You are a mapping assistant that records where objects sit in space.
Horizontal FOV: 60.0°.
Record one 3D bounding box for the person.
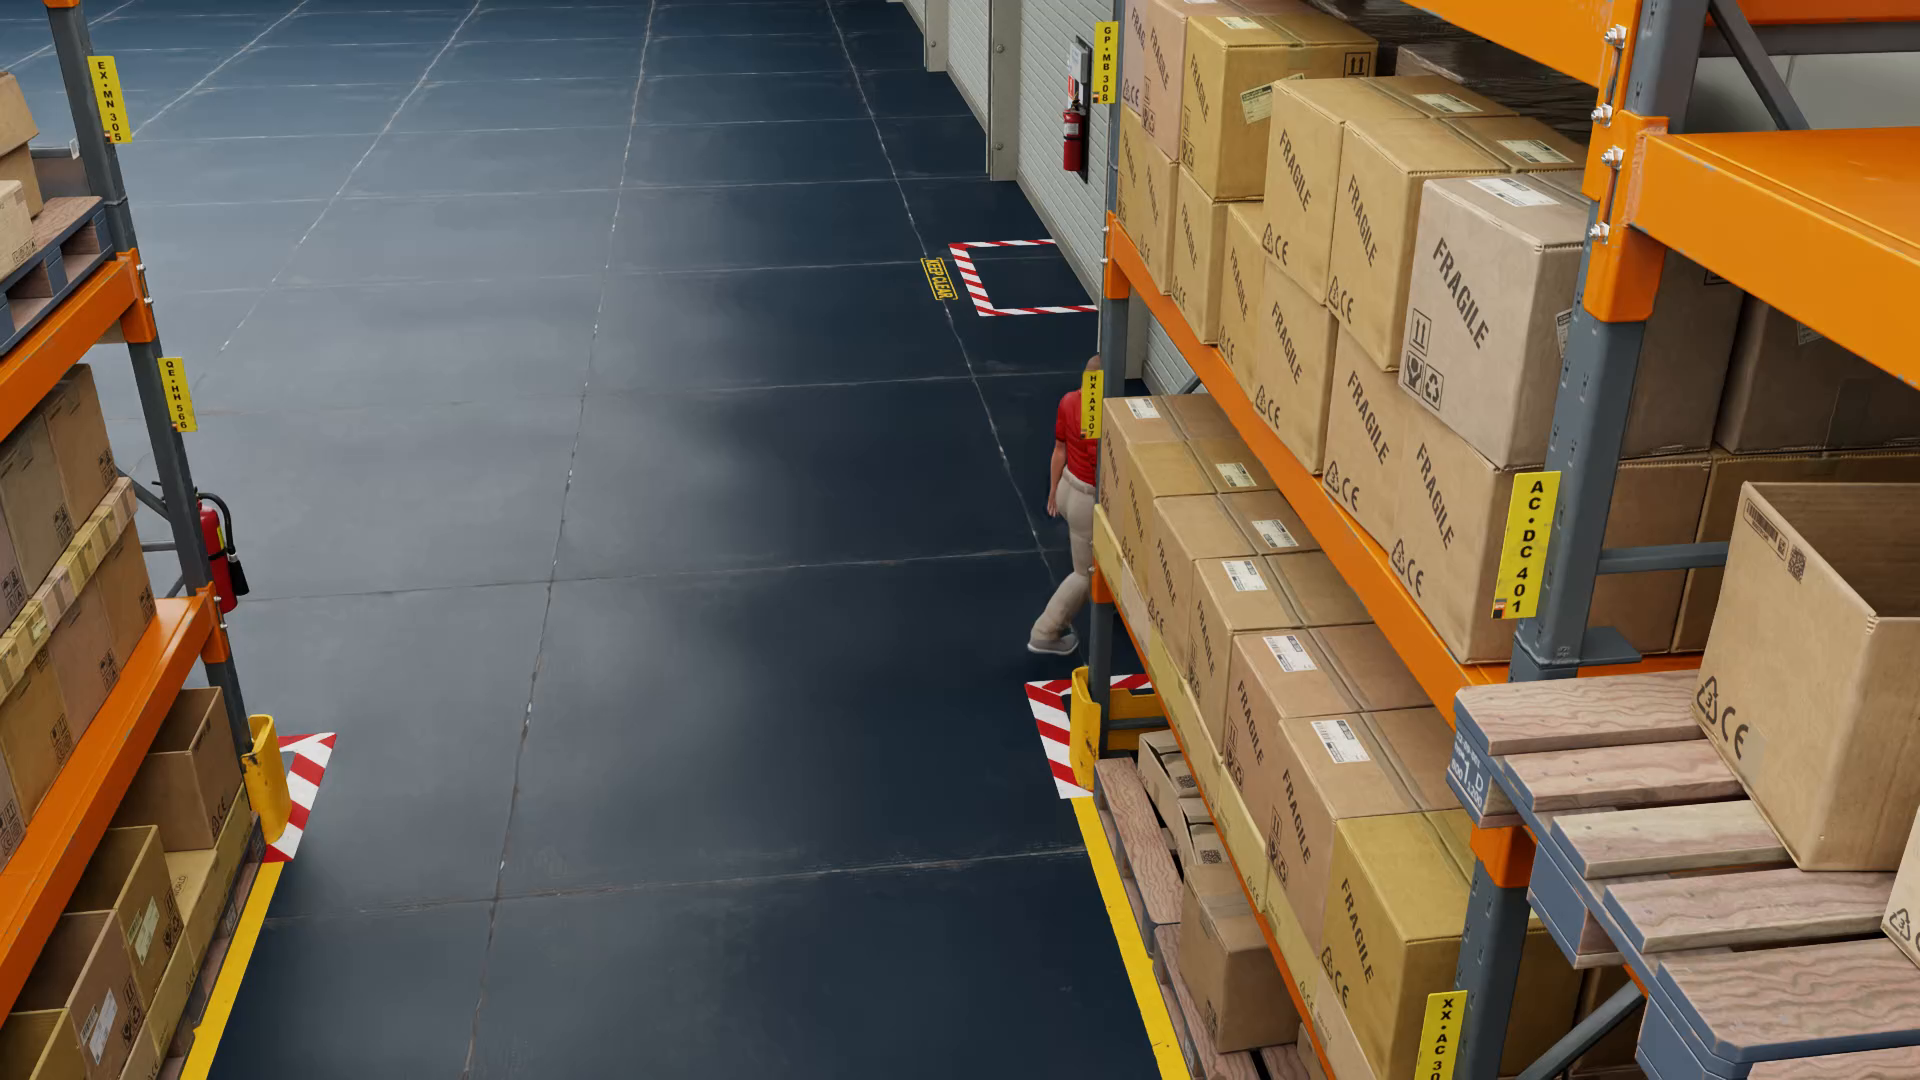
[{"bbox_3d":[0.719,-0.209,9.046,0.886,1.696,0.576,-11,29,-20],"label":"person"}]
